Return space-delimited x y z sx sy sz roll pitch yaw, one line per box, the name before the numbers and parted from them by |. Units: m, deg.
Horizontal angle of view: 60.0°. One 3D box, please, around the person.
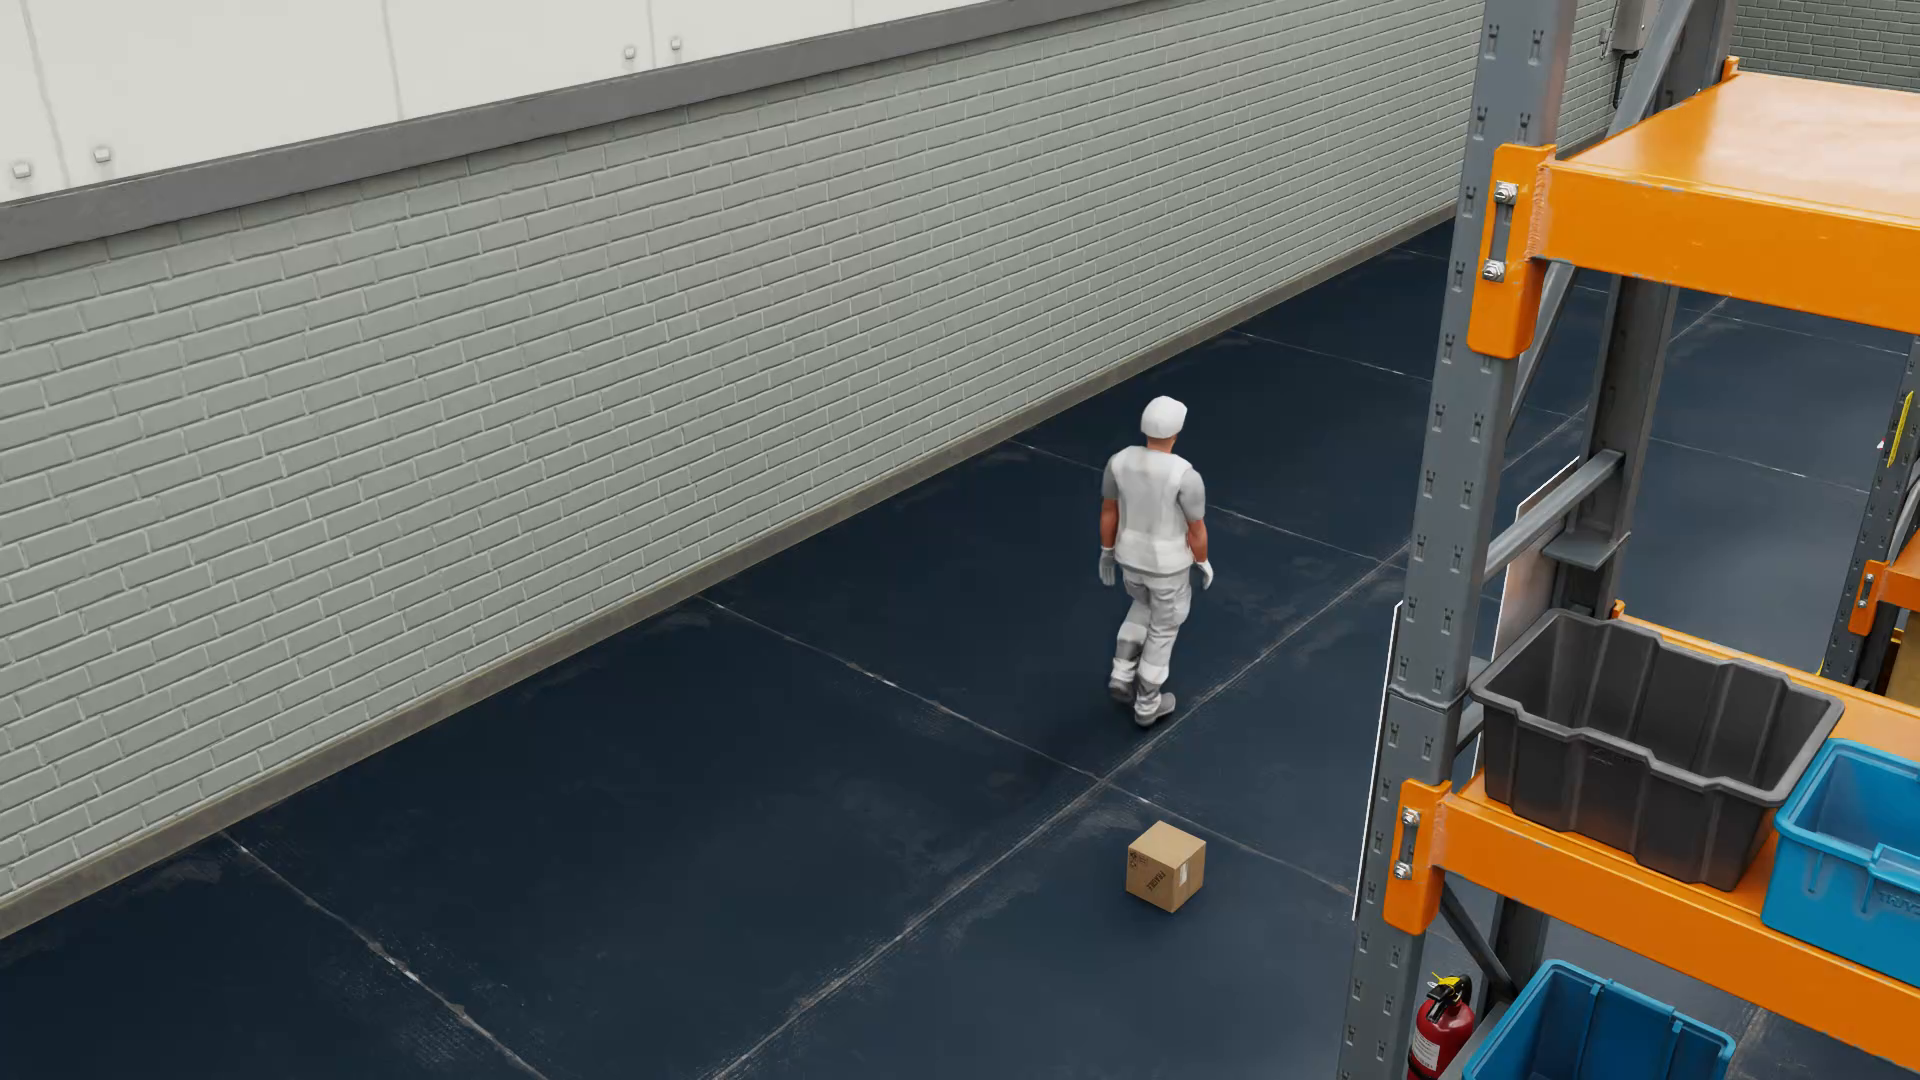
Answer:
person | 0.996 0.093 8.368 0.539 1.797 0.432 20 33 33
